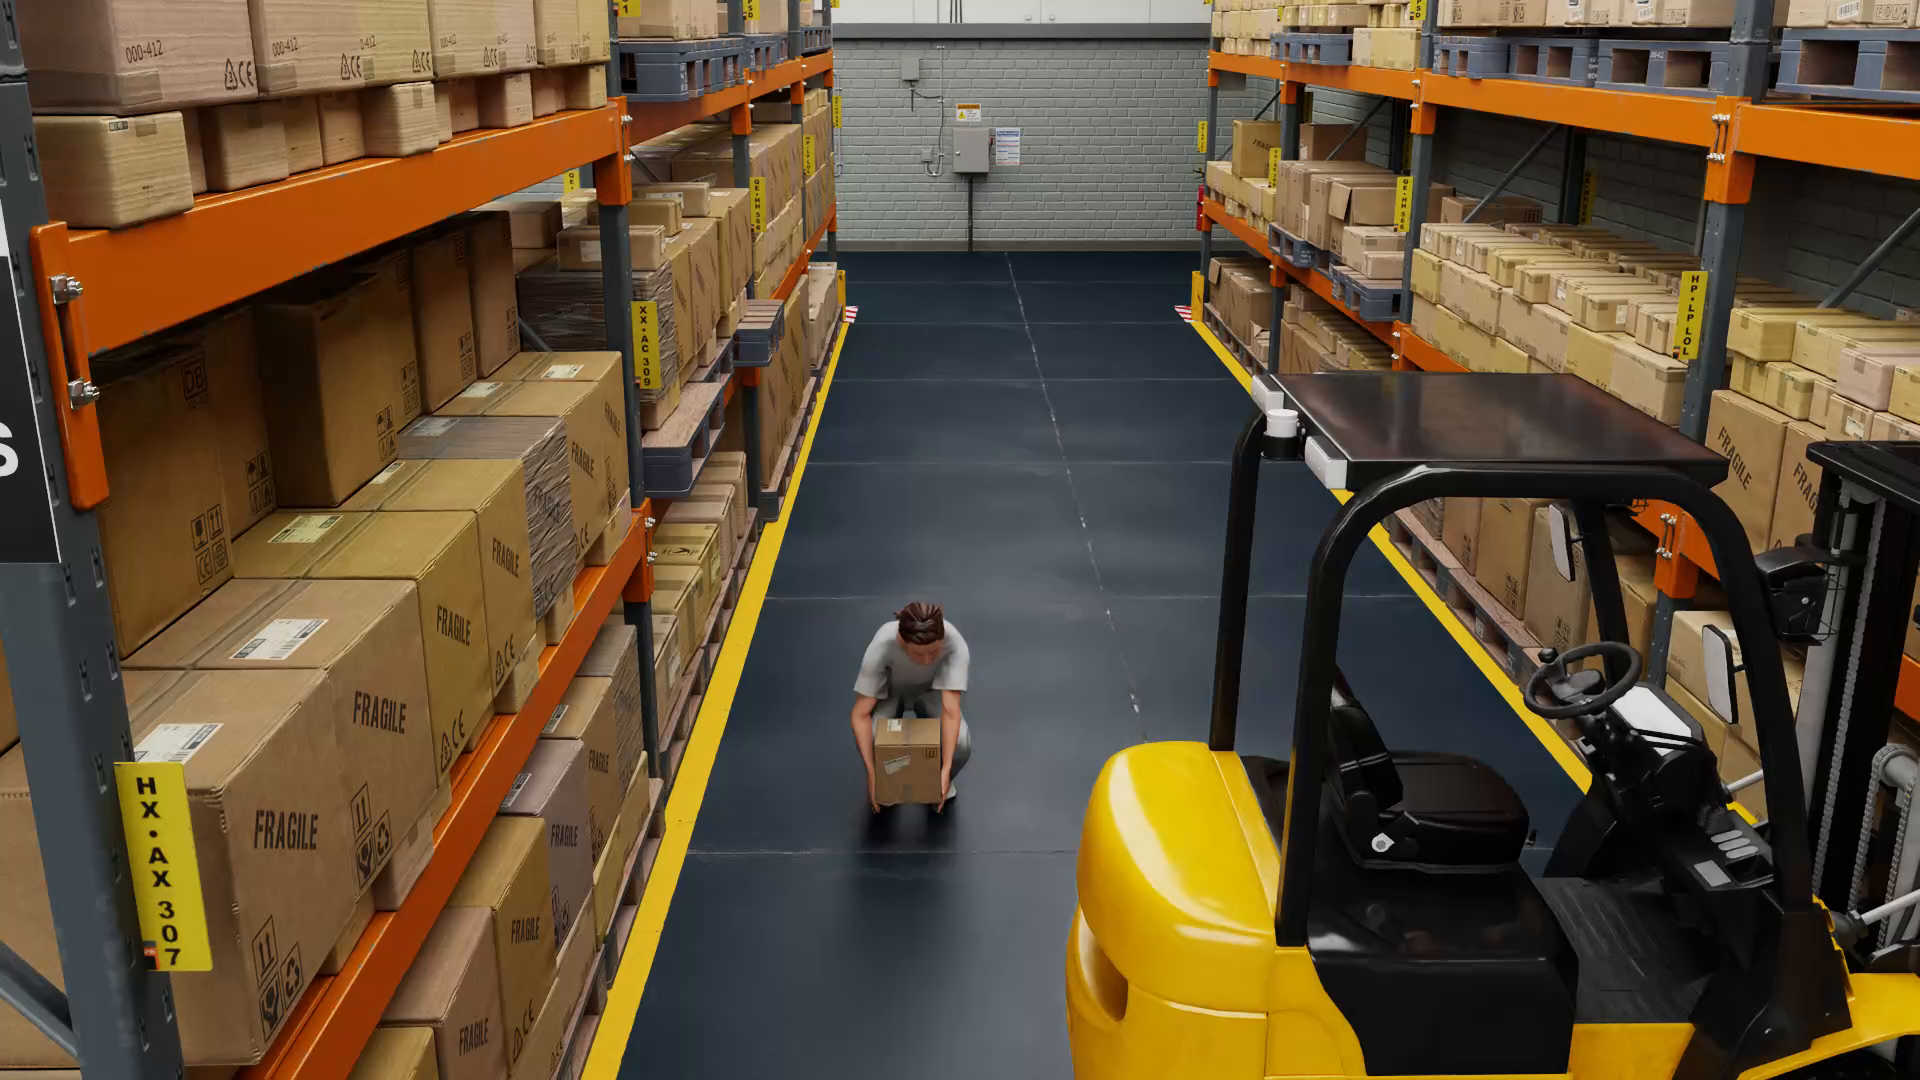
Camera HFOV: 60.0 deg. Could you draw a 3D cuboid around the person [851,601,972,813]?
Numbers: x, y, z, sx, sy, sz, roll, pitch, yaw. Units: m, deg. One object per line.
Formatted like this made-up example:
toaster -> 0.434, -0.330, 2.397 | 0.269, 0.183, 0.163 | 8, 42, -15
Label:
person -> -0.197, 0.634, 6.744 | 0.482, 0.950, 0.782 | 0, 17, -1
